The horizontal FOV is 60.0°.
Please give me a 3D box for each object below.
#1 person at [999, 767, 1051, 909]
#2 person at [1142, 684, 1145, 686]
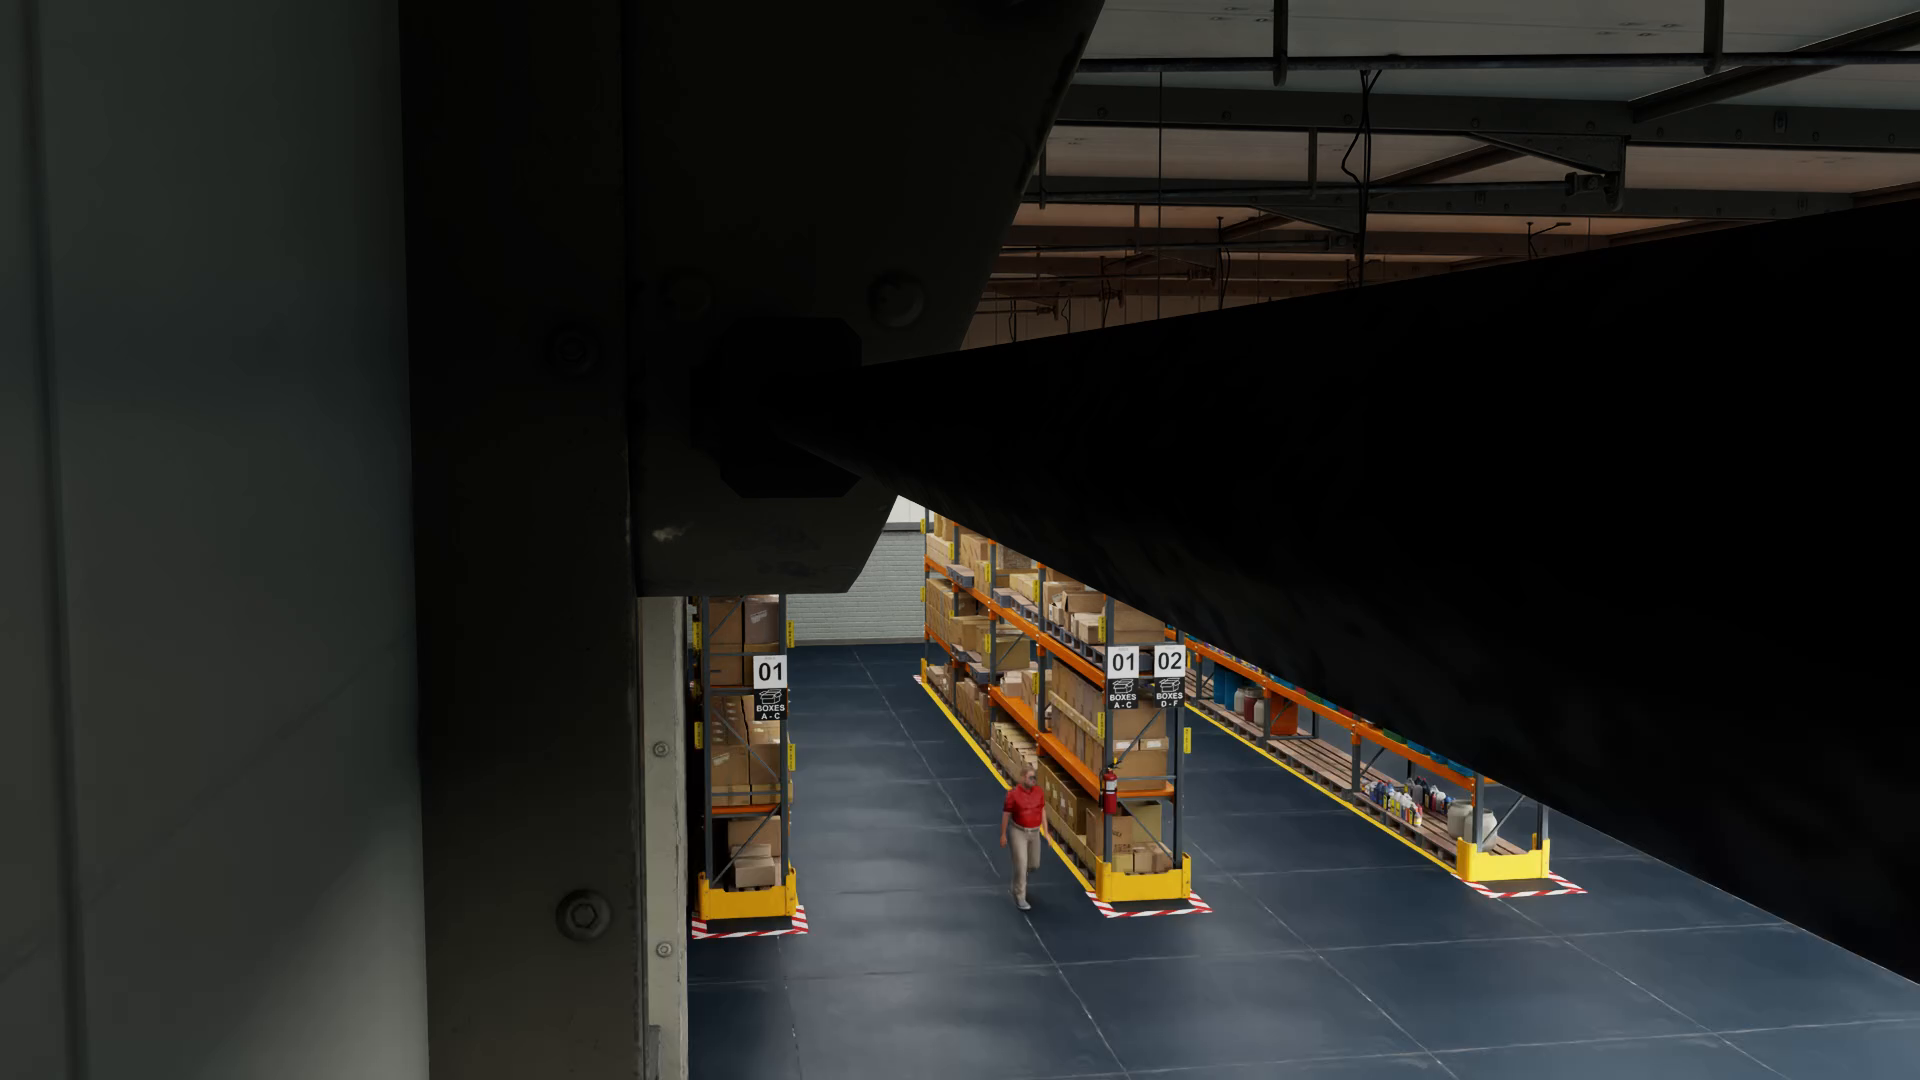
[{"bbox_3d":[0.793,3.656,20.715,0.576,1.692,0.841,-3,6,-31],"label":"person"},{"bbox_3d":[3.504,2.652,32.868,0.527,1.692,0.557,1,5,11],"label":"person"}]
